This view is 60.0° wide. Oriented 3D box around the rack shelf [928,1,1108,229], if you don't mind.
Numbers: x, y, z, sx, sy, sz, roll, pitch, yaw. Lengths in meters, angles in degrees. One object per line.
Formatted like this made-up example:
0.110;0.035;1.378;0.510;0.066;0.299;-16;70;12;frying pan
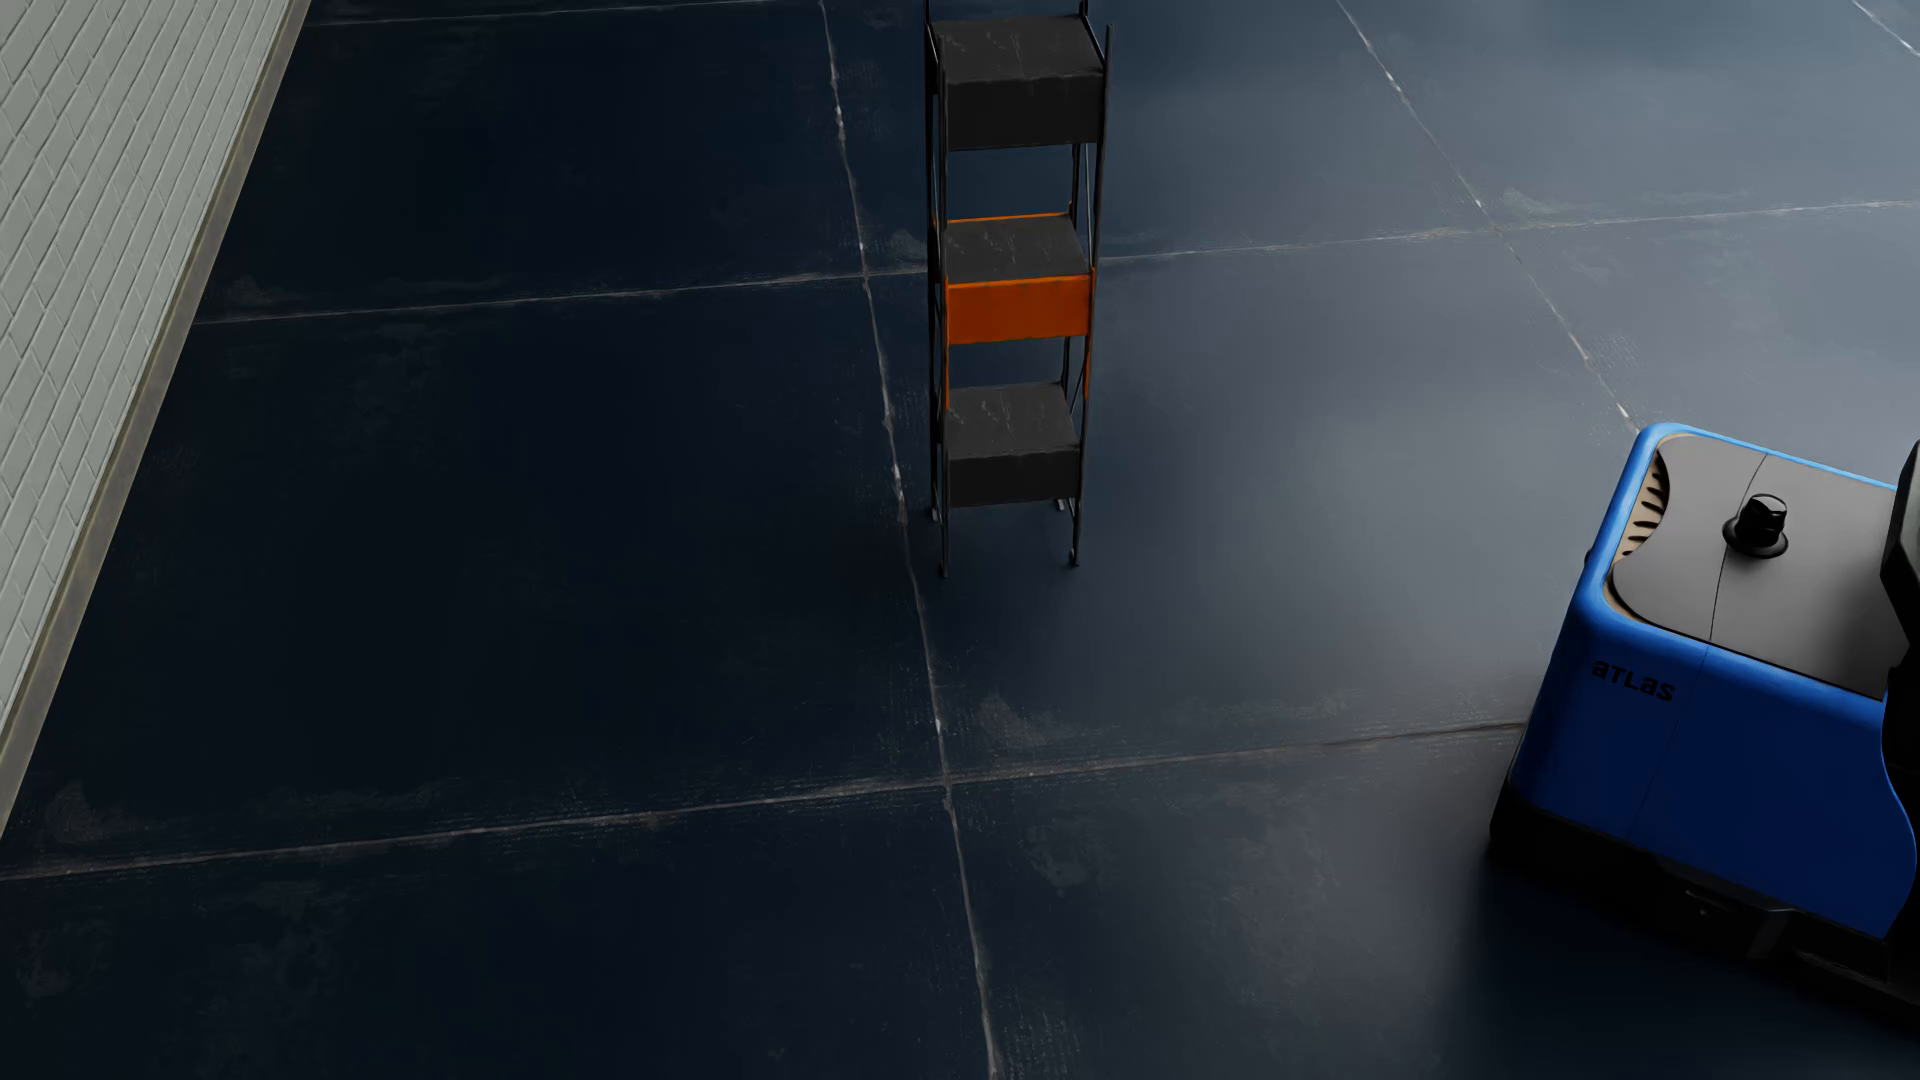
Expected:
0.164;-1.304;5.103;0.480;0.518;0.431;-5;42;-6;rack shelf

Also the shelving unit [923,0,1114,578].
0.164;-0.794;5.563;0.503;2.100;0.431;-5;42;-6;shelving unit

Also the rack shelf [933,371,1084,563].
0.164;-0.264;6.041;0.480;0.518;0.431;-5;42;-6;rack shelf

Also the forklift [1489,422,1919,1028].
3.178;0.088;3.964;3.031;2.935;1.130;20;46;21;forklift

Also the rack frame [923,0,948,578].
-0.078;-0.773;5.539;0.015;2.100;0.400;-5;42;-6;rack frame

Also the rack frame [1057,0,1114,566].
0.406;-0.815;5.586;0.015;2.100;0.400;-5;42;-6;rack frame

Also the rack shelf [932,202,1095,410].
0.164;-0.784;5.572;0.480;0.518;0.431;-5;42;-6;rack shelf
